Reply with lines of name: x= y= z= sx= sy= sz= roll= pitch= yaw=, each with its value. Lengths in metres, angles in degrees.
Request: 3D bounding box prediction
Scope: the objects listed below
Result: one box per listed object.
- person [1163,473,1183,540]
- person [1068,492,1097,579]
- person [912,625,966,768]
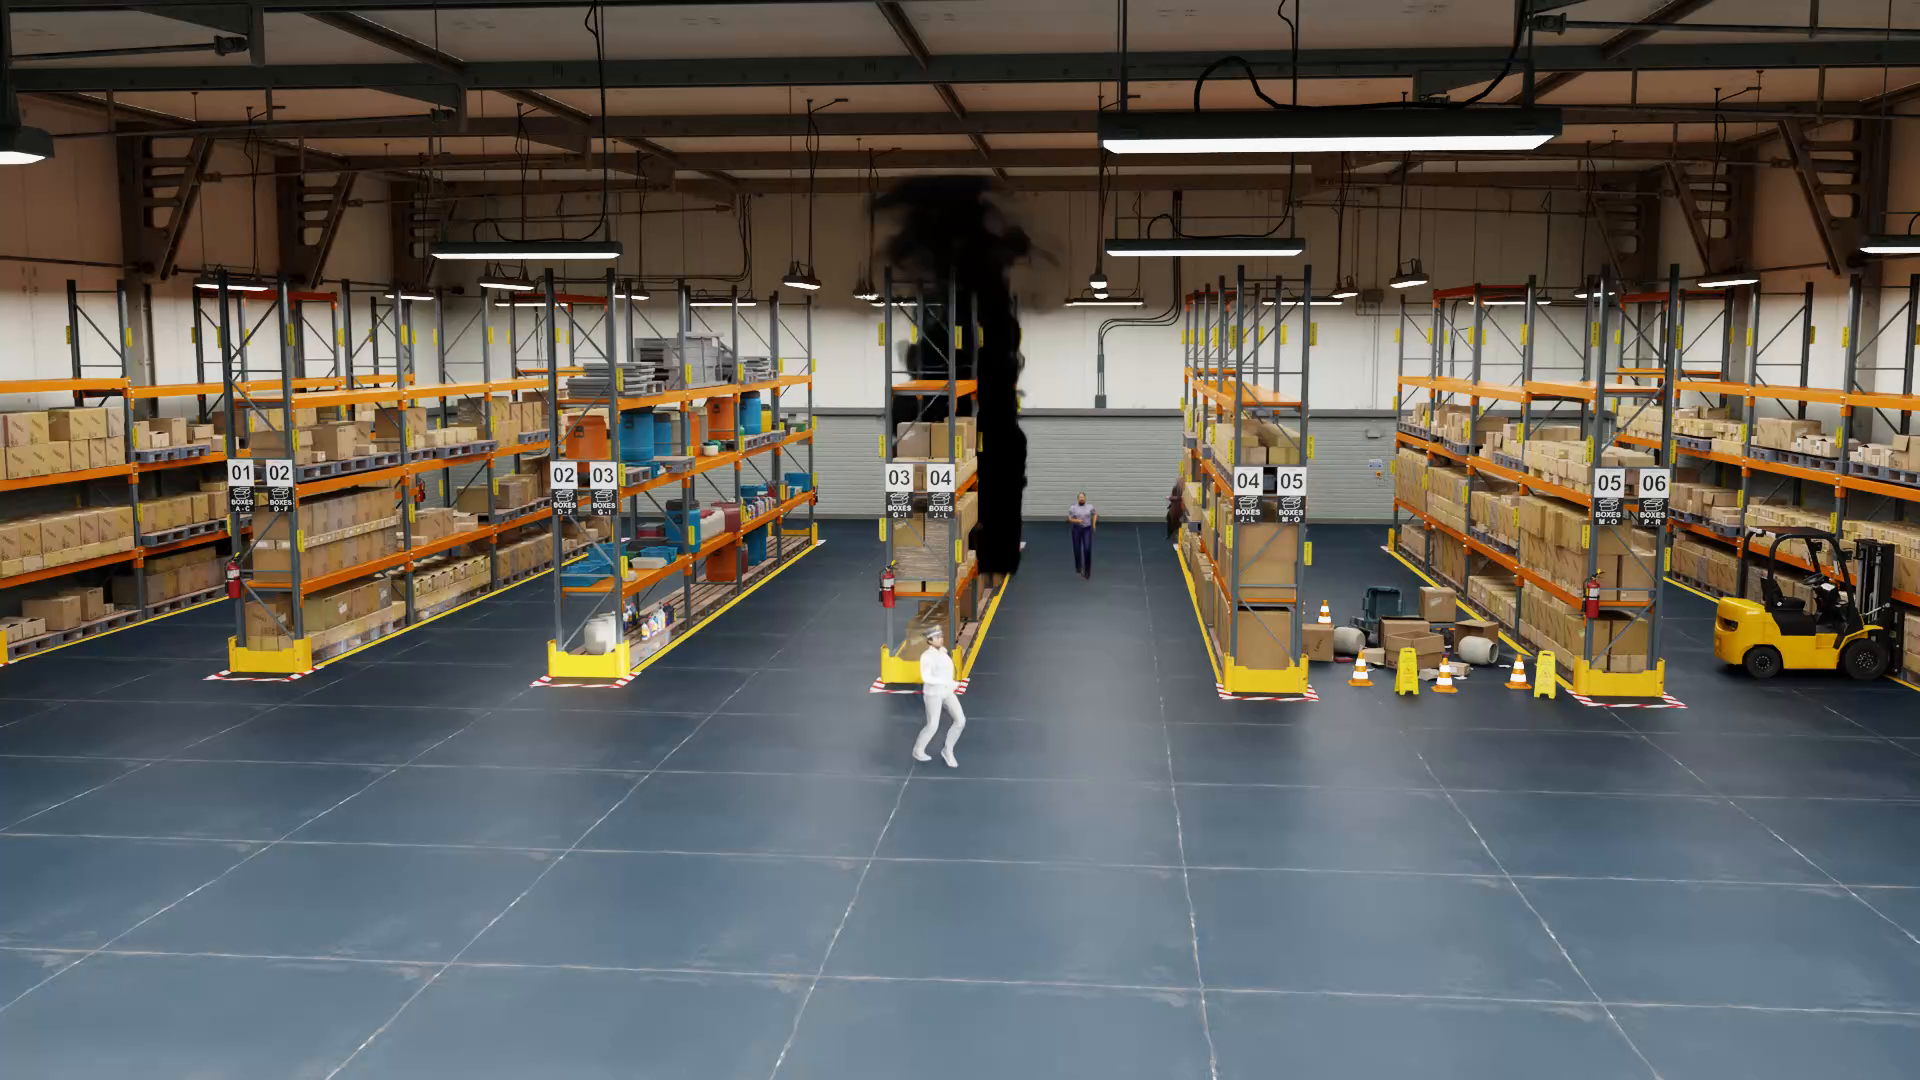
person: x=5.278 y=-0.748 z=40.856 sx=0.705 sy=1.661 sz=0.821 roll=2 pitch=7 yaw=16
person: x=2.437 y=-0.083 z=33.112 sx=0.578 sy=1.720 sz=0.665 roll=0 pitch=7 yaw=4
person: x=-0.246 y=1.828 z=19.481 sx=0.706 sy=1.711 sz=0.618 roll=6 pitch=9 yaw=40
